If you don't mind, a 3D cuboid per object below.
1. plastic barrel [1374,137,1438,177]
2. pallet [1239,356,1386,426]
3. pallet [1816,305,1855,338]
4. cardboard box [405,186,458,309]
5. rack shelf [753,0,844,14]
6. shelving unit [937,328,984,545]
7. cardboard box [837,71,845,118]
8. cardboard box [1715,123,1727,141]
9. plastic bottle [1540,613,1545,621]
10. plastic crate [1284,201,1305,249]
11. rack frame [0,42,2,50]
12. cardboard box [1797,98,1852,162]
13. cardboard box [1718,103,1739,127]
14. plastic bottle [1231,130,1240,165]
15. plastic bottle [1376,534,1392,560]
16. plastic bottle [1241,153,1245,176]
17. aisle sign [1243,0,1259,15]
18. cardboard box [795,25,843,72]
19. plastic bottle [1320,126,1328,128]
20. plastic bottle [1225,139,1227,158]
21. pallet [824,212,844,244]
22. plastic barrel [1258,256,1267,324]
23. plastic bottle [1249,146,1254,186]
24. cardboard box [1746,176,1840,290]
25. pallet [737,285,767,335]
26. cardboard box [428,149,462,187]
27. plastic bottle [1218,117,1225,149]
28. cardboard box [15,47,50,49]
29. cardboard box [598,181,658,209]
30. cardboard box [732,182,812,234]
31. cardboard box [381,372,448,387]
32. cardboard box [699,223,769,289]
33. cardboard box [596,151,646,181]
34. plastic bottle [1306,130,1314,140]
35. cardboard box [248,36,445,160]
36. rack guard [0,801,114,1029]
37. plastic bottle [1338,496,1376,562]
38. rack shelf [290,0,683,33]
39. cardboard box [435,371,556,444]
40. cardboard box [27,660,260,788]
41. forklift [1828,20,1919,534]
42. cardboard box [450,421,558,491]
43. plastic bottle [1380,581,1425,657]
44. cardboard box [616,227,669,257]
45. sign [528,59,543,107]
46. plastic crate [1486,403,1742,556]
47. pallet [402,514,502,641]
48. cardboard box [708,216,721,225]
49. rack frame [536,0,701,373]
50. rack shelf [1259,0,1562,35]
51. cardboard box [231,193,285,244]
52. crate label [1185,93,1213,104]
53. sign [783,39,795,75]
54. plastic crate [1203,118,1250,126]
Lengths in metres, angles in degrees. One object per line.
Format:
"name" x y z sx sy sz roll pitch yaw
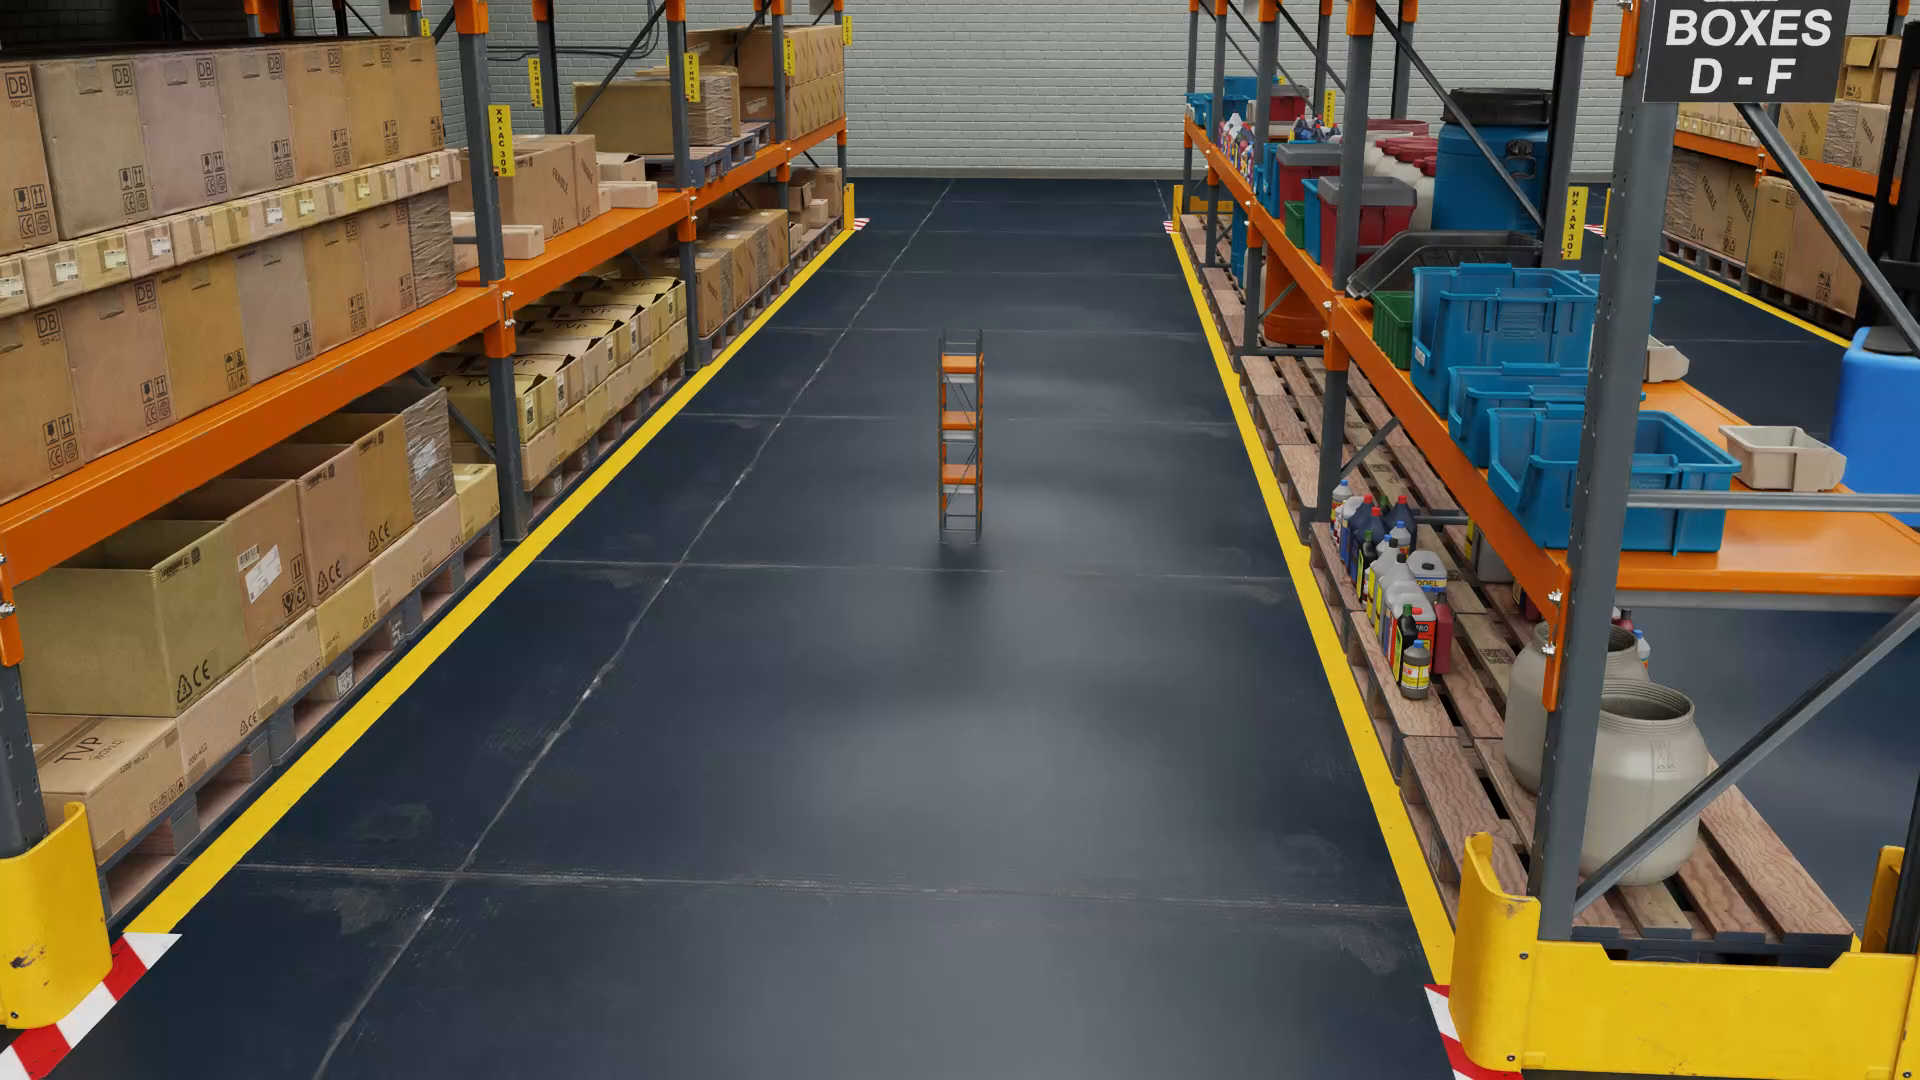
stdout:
"plastic barrel" 2.607 -2.042 9.621 0.433 0.535 0.433 0 18 0
"pallet" 2.429 -1.001 11.138 1.003 0.211 1.213 1 18 4
"pallet" 7.685 -1.751 13.428 1.003 0.211 1.213 1 18 4
"cardboard box" -2.729 -1.345 7.549 0.700 0.500 0.500 1 18 2
"rack shelf" -1.987 -5.624 17.109 1.077 0.370 4.000 1 18 4
"shelving unit" 0.004 -0.516 8.310 0.215 1.050 0.252 1 18 4
"cardboard box" -1.604 -5.064 18.901 0.500 0.500 0.500 2 18 6
"cardboard box" 7.500 -3.920 15.971 0.380 0.149 0.250 2 18 5
"plastic bottle" 2.425 0.179 6.728 0.152 0.276 0.135 2 18 5
"plastic crate" 2.080 -1.770 9.347 0.450 0.188 0.662 1 18 4
"rack frame" -7.358 -2.787 12.111 1.000 3.000 0.127 1 18 4
"cardboard box" 7.433 -3.451 13.979 0.500 0.500 0.500 1 18 4
"cardboard box" 7.555 -4.071 15.794 0.500 0.250 0.500 2 18 6
"plastic bottle" 2.278 -3.217 13.629 0.097 0.271 0.097 0 18 0
"plastic bottle" 1.778 0.111 6.943 0.097 0.271 0.097 0 18 0
"plastic bottle" 2.212 -2.895 12.760 0.097 0.201 0.097 0 18 0
"aisle sign" 3.394 -6.301 18.662 0.394 0.787 0.004 1 18 4
"cardboard box" -1.601 -5.540 18.748 0.500 0.500 0.500 1 18 3
"plastic bottle" 3.042 -3.349 14.027 0.152 0.276 0.135 1 18 4
"plastic bottle" 2.321 -3.369 14.206 0.097 0.201 0.097 0 18 0
"pallet" -1.905 -3.566 18.966 1.003 0.211 1.213 1 18 4
"plastic barrel" 2.493 -1.913 12.764 0.421 0.512 0.421 0 18 0
"plastic bottle" 2.143 -2.717 12.085 0.061 0.283 0.133 1 18 4
"cardboard box" 7.724 -2.688 14.547 1.225 0.875 0.875 1 18 4
"pallet" -2.236 -1.961 14.069 1.003 0.211 1.213 1 18 4
"cardboard box" -2.510 -1.702 7.597 0.380 0.149 0.250 1 18 4
"plastic bottle" 2.358 -3.648 14.927 0.061 0.283 0.133 1 18 4
"cardboard box" -7.468 -3.966 13.836 0.500 0.250 0.500 1 18 3
"cardboard box" -2.206 -2.273 10.945 0.380 0.149 0.250 1 18 4
"cardboard box" -2.001 -3.526 17.669 0.797 0.503 0.637 1 18 4
"cardboard box" -2.961 -0.727 8.664 0.500 0.311 0.500 1 18 4
"cardboard box" -1.960 -2.472 14.458 0.500 0.500 0.500 2 18 5
"cardboard box" -2.487 -2.523 11.449 0.500 0.311 0.500 2 18 7
"plastic bottle" 2.890 -3.230 13.671 0.097 0.271 0.097 0 18 0
"cardboard box" -2.729 -1.961 7.347 0.700 0.500 0.500 1 18 4
"rack guard" -2.992 1.003 4.561 1.175 0.500 0.348 1 18 4
"plastic bottle" 1.780 -0.048 7.420 0.152 0.276 0.135 2 18 6
"rack shelf" -2.561 -3.140 9.526 1.077 0.370 4.000 1 18 4
"cardboard box" -2.426 -0.717 8.636 0.500 0.311 0.500 1 18 4
"cardboard box" -2.698 0.597 5.524 0.500 0.250 0.500 1 18 4
"forklift" 5.233 -1.541 8.419 1.130 2.935 3.031 11 21 30
"cardboard box" -2.428 -0.448 8.714 0.500 0.250 0.500 1 18 3
"plastic bottle" 1.699 0.303 6.348 0.152 0.276 0.135 1 18 2
"cardboard box" -2.584 -2.368 12.937 0.500 0.250 0.500 2 18 6
"sign" -2.959 -3.199 11.637 0.100 0.325 0.005 1 18 4
"plastic crate" 1.687 -0.173 4.371 0.499 0.251 0.616 1 18 4
"pallet" -2.803 0.136 7.669 1.003 0.211 1.213 1 18 4
"cardboard box" -2.435 -2.630 14.941 0.500 0.500 0.500 2 18 5
"rack frame" -2.417 -2.677 11.777 1.000 3.000 0.127 1 18 4
"rack shelf" 2.380 -3.028 9.185 1.077 0.370 4.000 1 18 4
"cardboard box" -2.637 -1.143 5.892 0.380 0.149 0.250 1 18 4
"crate label" 2.751 -4.930 18.824 0.416 0.233 0.303 1 18 4
"sign" -1.577 -4.459 15.353 0.100 0.325 0.005 1 18 4
"plastic crate" 2.622 -4.059 16.340 0.437 0.125 0.590 1 18 4
